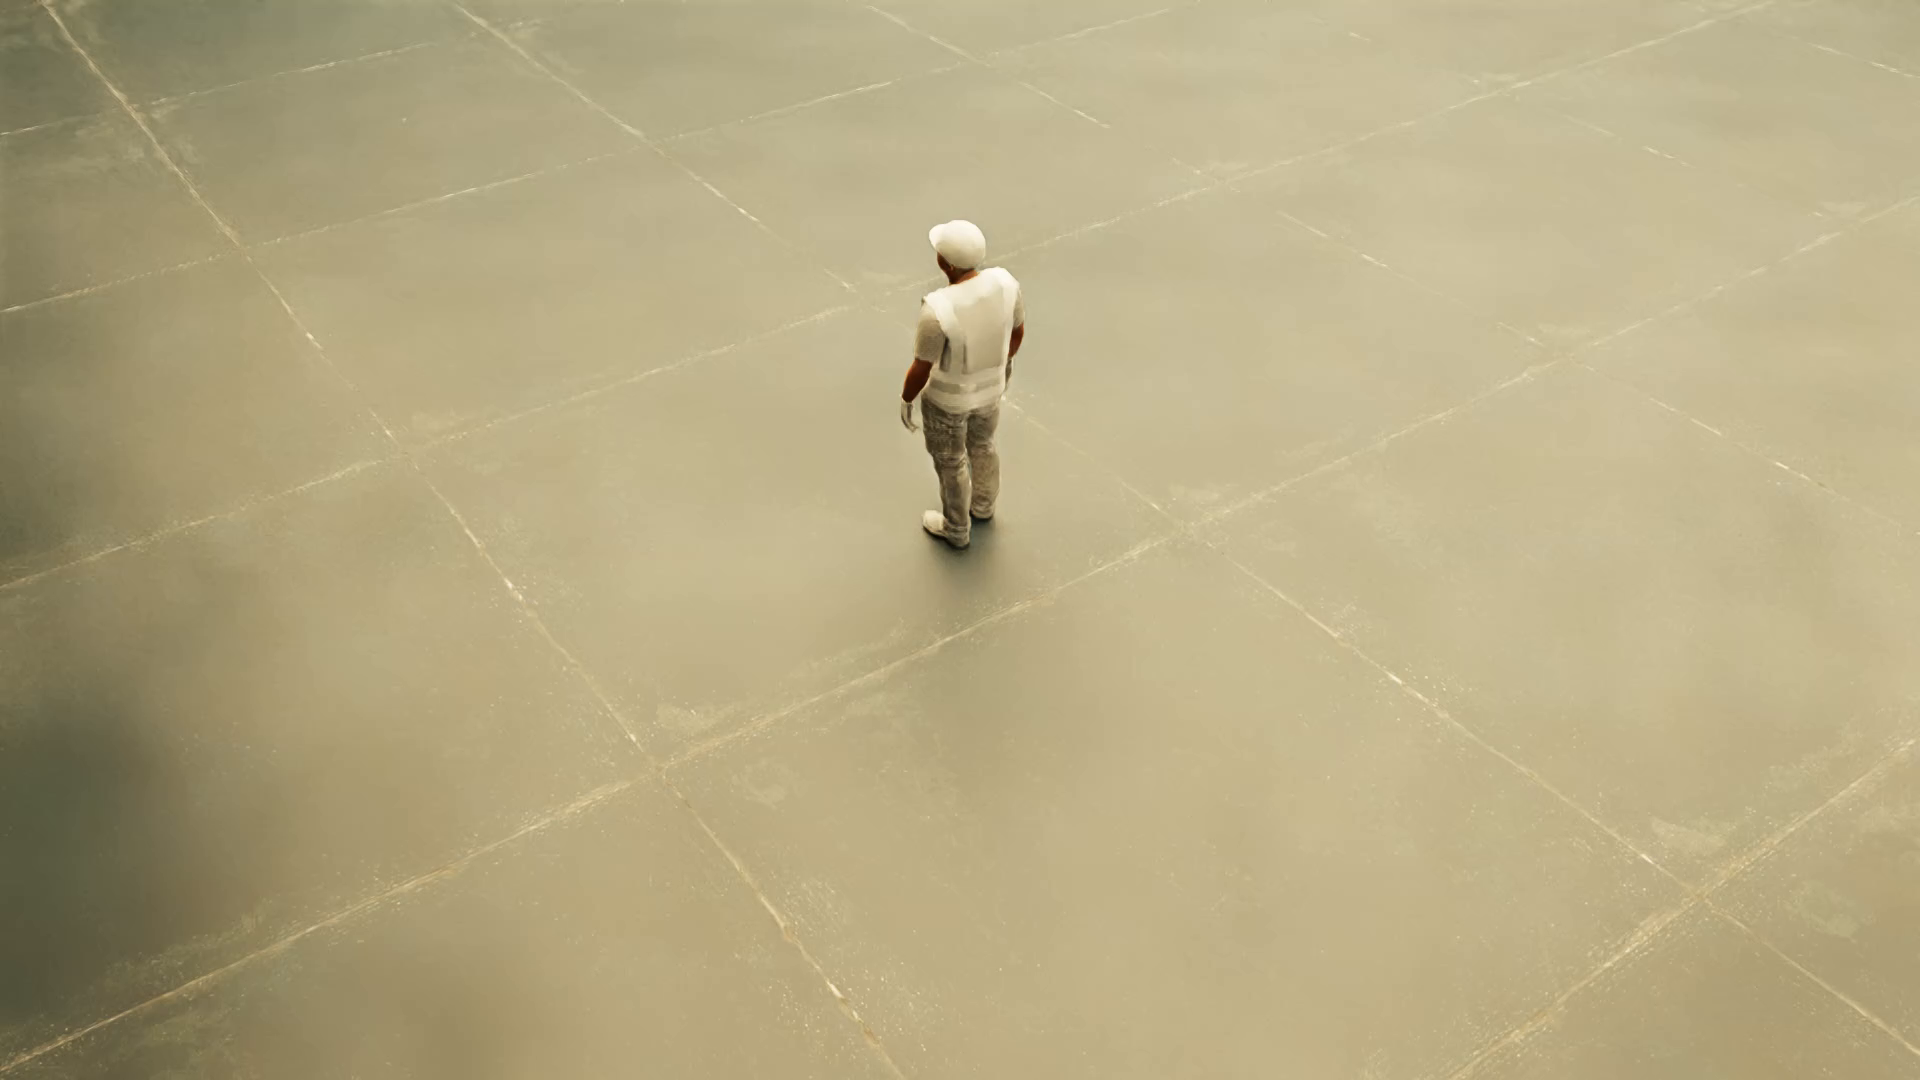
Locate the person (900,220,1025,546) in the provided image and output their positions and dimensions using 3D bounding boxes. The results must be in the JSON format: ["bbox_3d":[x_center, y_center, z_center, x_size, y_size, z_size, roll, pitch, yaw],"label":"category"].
[{"bbox_3d":[-0.035,-0.760,7.927,0.655,1.782,0.576,-23,42,-28],"label":"person"}]
